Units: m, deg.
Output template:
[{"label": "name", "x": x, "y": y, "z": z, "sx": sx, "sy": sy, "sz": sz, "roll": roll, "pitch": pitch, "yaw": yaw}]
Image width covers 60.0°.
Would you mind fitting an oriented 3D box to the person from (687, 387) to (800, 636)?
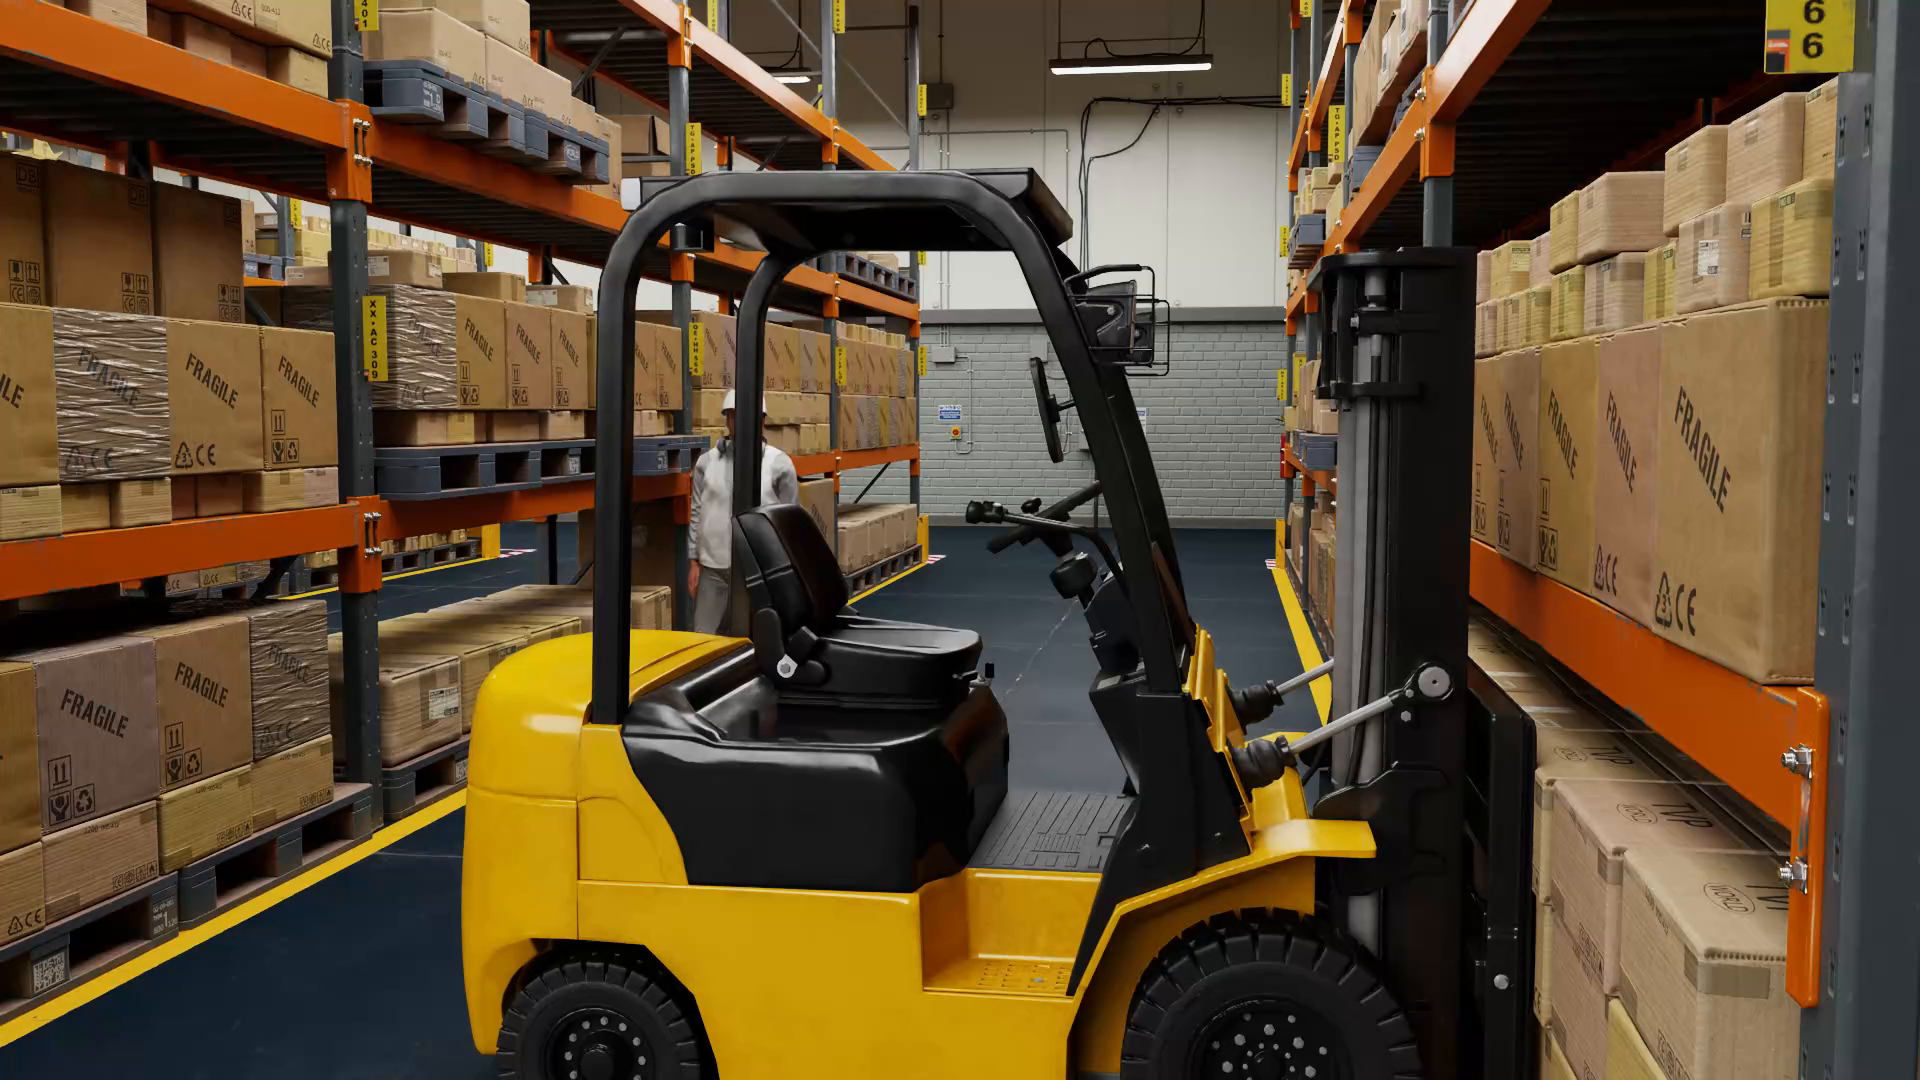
[{"label": "person", "x": -1.048, "y": 0.120, "z": 8.144, "sx": 0.565, "sy": 1.759, "sz": 0.632, "roll": 1, "pitch": 4, "yaw": 10}]
